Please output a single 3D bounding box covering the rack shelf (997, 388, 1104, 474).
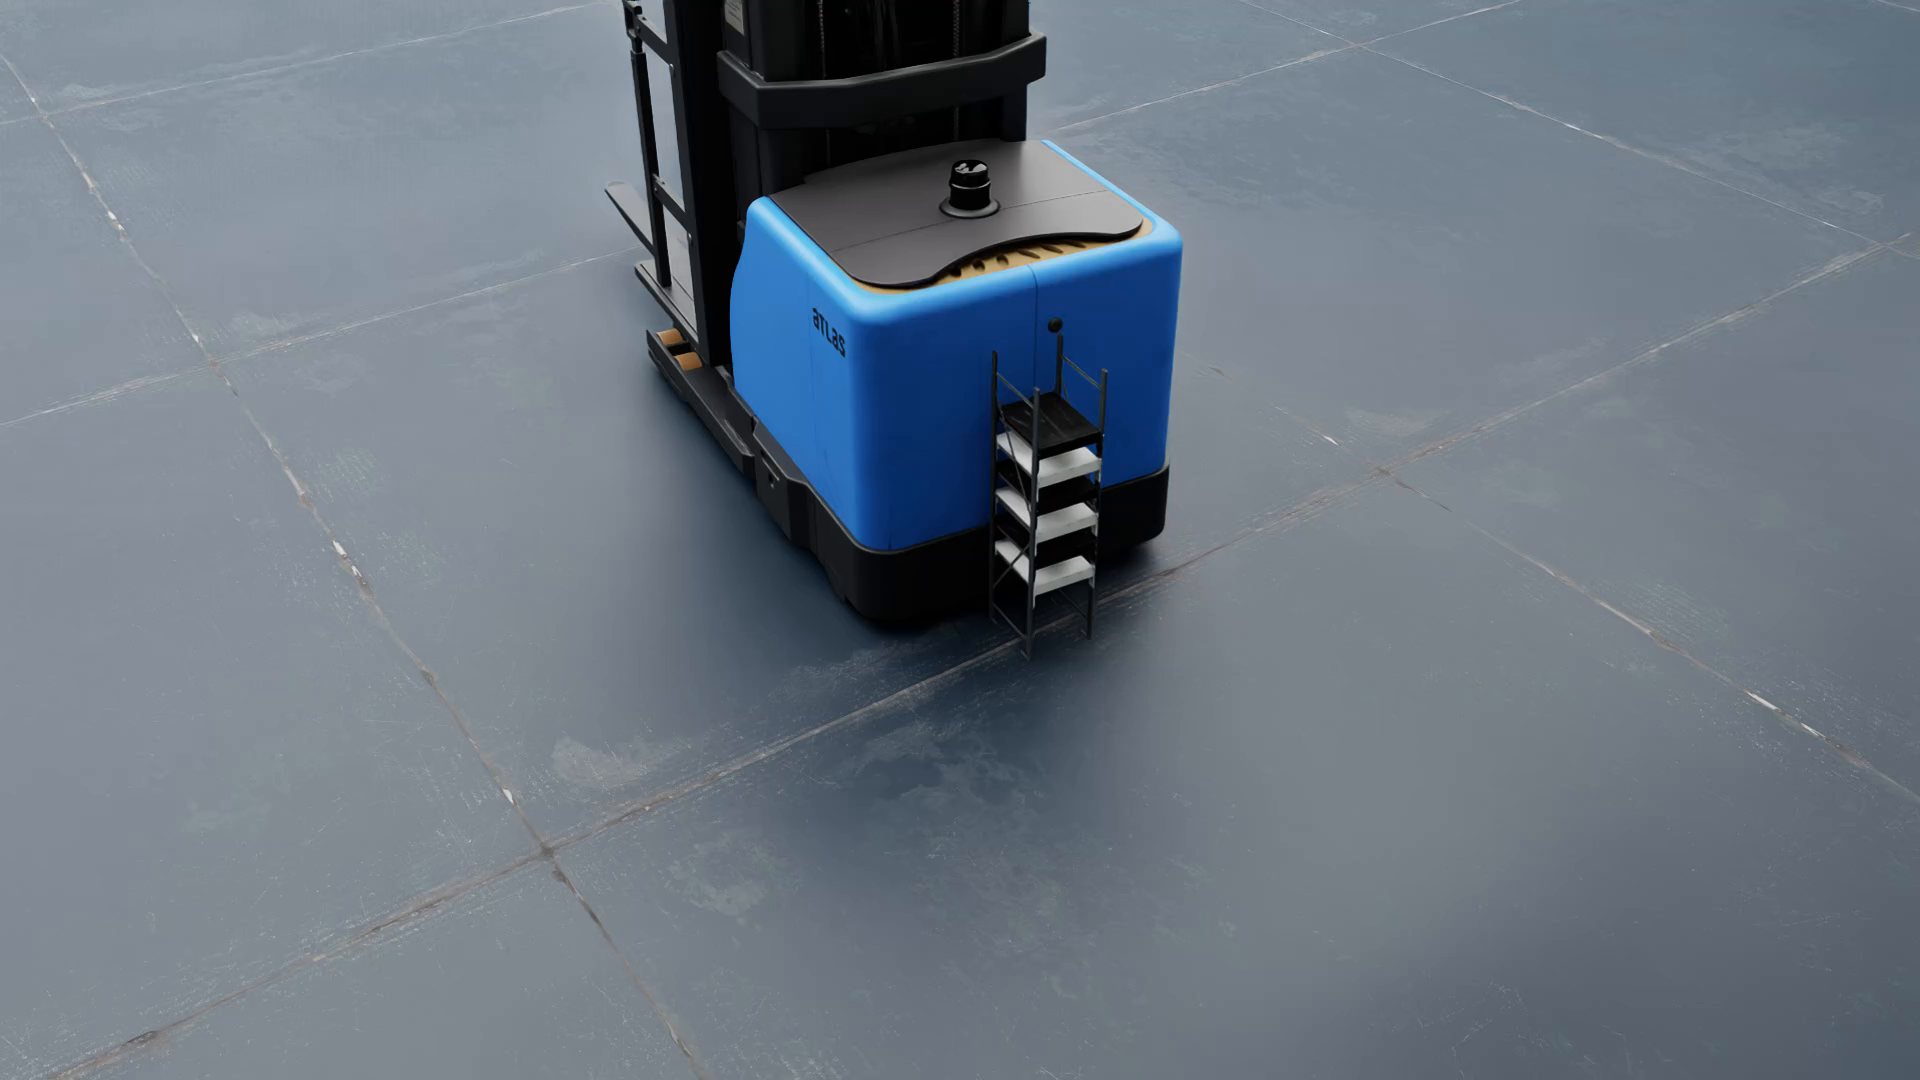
[{"bbox_3d":[0.234,-0.297,4.487,0.200,0.077,0.258,-18,39,-23],"label":"rack shelf"}]

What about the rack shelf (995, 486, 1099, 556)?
[{"bbox_3d":[0.234,-0.078,4.645,0.200,0.077,0.258,-18,39,-23],"label":"rack shelf"}]

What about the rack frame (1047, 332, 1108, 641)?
[{"bbox_3d":[0.323,-0.133,4.665,0.006,0.900,0.240,-18,39,-23],"label":"rack frame"}]

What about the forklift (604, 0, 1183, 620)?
[{"bbox_3d":[-0.487,-1.802,5.246,1.130,2.935,3.031,-17,39,-22],"label":"forklift"}]

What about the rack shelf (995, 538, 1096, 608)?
[{"bbox_3d":[0.234,0.068,4.750,0.200,0.077,0.258,-18,39,-23],"label":"rack shelf"}]

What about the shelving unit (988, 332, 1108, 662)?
[{"bbox_3d":[0.234,-0.105,4.625,0.210,0.900,0.258,-18,39,-23],"label":"shelving unit"}]

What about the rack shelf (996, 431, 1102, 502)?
[{"bbox_3d":[0.234,-0.224,4.539,0.200,0.077,0.258,-18,39,-23],"label":"rack shelf"}]

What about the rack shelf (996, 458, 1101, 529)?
[{"bbox_3d":[0.234,-0.151,4.592,0.200,0.077,0.258,-18,39,-23],"label":"rack shelf"}]

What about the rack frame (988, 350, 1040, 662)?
[{"bbox_3d":[0.145,-0.076,4.586,0.006,0.900,0.240,-18,39,-23],"label":"rack frame"}]

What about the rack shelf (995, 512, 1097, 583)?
[{"bbox_3d":[0.234,-0.005,4.697,0.200,0.077,0.258,-18,39,-23],"label":"rack shelf"}]
